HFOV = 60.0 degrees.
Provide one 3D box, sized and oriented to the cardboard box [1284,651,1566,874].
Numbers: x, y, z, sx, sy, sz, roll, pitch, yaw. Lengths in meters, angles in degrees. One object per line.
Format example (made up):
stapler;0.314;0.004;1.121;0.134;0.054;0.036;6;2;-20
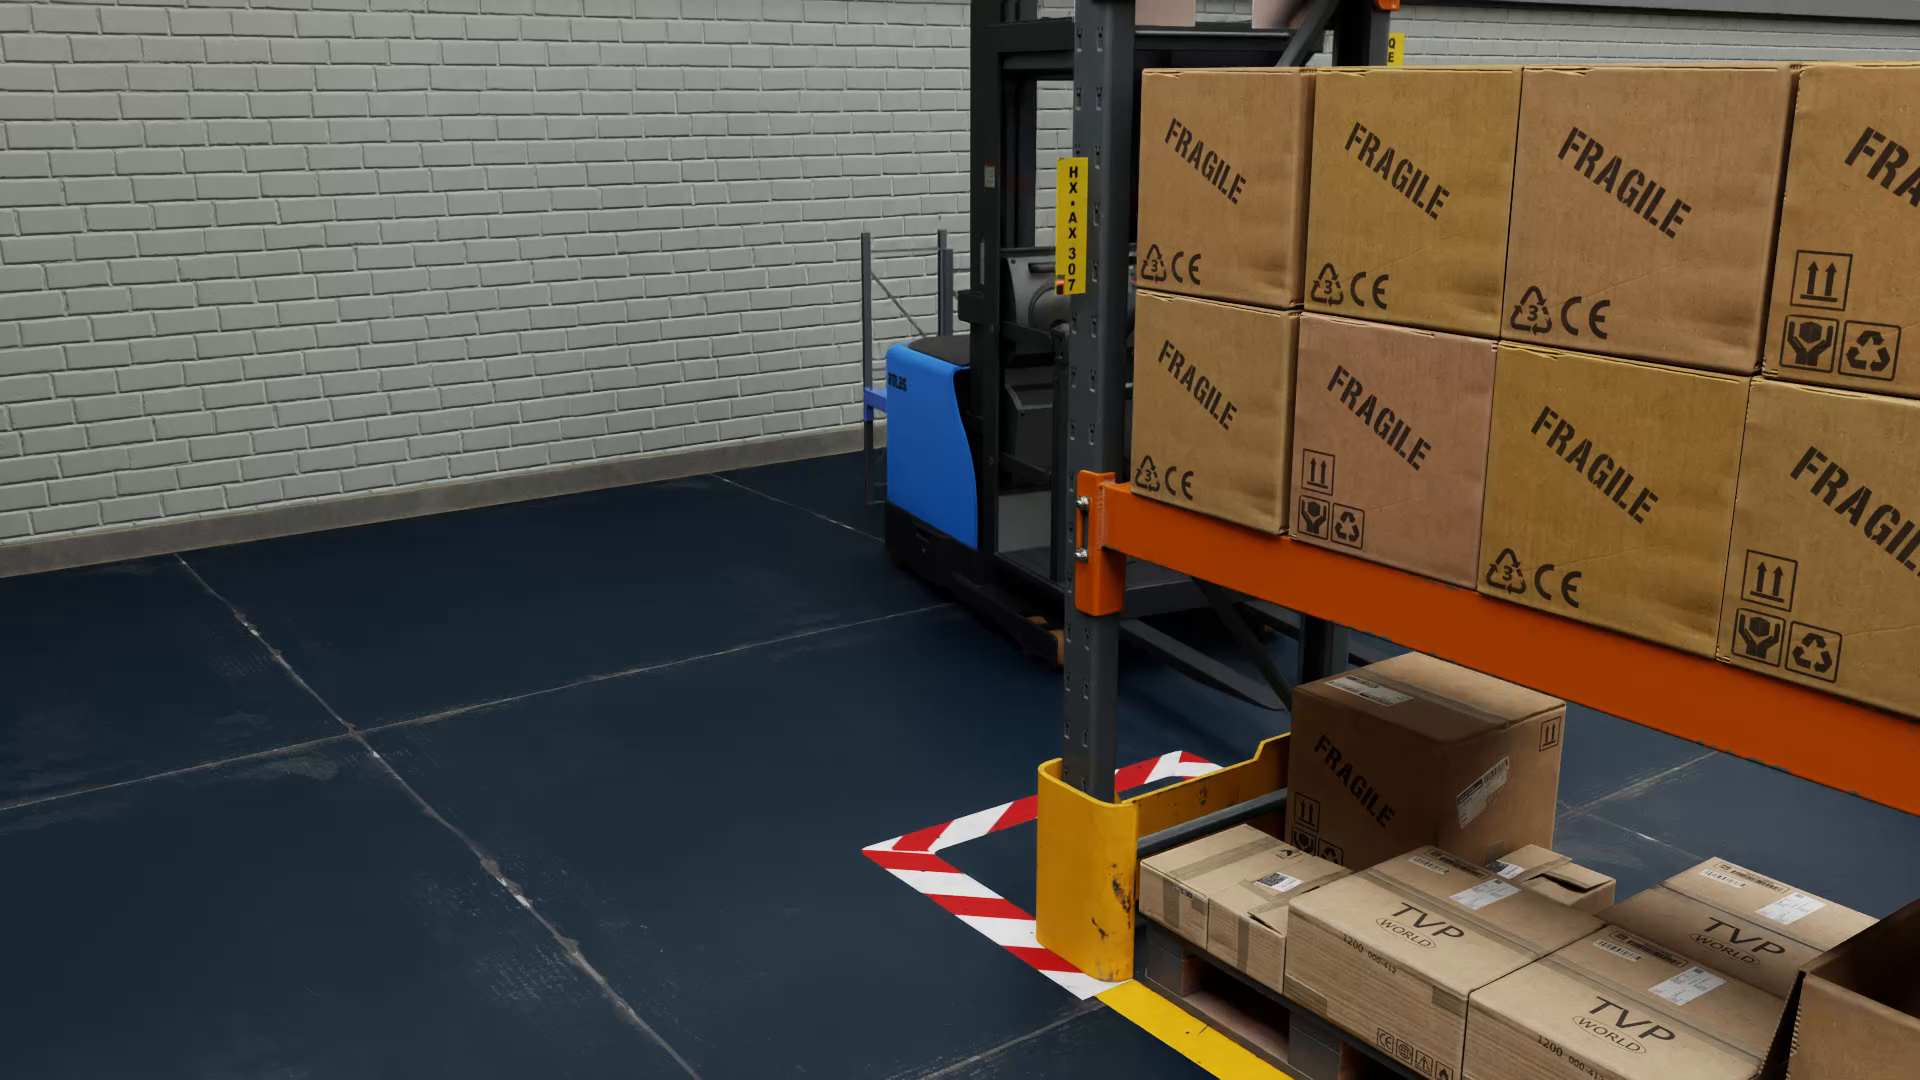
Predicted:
cardboard box;1.231;0.645;4.438;0.500;0.500;0.500;-11;19;-35

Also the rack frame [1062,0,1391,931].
rack frame;0.712;-0.426;4.451;1.000;3.000;0.127;-11;19;-35

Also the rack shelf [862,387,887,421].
rack shelf;-0.077;-0.660;8.828;0.538;0.185;1.000;-7;17;-25

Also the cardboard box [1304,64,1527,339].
cardboard box;1.073;-0.710;3.406;0.500;0.500;0.500;-11;19;-34

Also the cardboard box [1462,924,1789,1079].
cardboard box;1.390;1.062;3.390;0.500;0.250;0.500;-11;19;-35

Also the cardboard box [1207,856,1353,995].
cardboard box;0.827;0.924;4.050;0.380;0.166;0.250;-11;19;-35

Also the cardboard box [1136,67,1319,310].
cardboard box;0.759;-0.821;3.810;0.500;0.500;0.500;-10;18;-33

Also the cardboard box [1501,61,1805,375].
cardboard box;1.363;-0.603;3.013;0.500;0.500;0.500;-11;19;-34

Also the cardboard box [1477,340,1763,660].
cardboard box;1.360;-0.122;3.149;0.500;0.500;0.500;-11;19;-35

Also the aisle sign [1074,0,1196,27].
aisle sign;0.434;-1.649;3.994;0.394;0.787;0.004;-11;19;-35

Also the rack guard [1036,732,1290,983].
rack guard;0.756;0.796;4.721;1.175;0.500;0.348;-11;19;-35

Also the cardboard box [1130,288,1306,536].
cardboard box;0.759;-0.339;3.942;0.500;0.500;0.500;-10;18;-33

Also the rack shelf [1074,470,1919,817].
rack shelf;1.888;0.348;2.985;1.077;0.370;4.000;-11;19;-35

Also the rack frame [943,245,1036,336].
rack frame;0.147;-0.713;8.340;0.500;1.500;0.032;-7;17;-25

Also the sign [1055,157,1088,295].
sign;0.273;-0.759;4.028;0.100;0.325;0.005;-11;19;-35

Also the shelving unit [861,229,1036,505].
shelving unit;-0.077;-0.833;8.780;0.538;1.500;1.048;-7;17;-25

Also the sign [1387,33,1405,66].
sign;1.173;-1.219;4.555;0.100;0.325;0.005;-11;19;-35

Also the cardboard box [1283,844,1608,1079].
cardboard box;1.096;0.955;3.780;0.500;0.250;0.500;-11;19;-35

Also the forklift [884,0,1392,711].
forklift;0.719;-1.022;6.760;1.130;2.935;3.031;-7;17;-24

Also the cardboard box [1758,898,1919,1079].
cardboard box;1.955;1.020;3.064;0.797;0.503;0.637;-11;19;-35

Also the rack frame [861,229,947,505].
rack frame;-0.301;-0.954;9.220;0.500;1.500;0.032;-7;17;-25

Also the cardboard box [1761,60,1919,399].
cardboard box;1.663;-0.494;2.617;0.500;0.500;0.500;-11;19;-35

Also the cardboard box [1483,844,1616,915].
cardboard box;1.396;0.907;4.115;0.380;0.166;0.250;-11;19;-35

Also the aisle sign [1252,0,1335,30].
aisle sign;0.919;-1.742;4.334;0.394;0.787;0.004;-11;19;-35

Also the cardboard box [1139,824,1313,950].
cardboard box;0.680;0.880;4.247;0.380;0.149;0.250;-11;19;-35

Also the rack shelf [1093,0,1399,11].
rack shelf;1.888;-1.099;2.589;1.077;0.370;4.000;-11;19;-35

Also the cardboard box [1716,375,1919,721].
cardboard box;1.652;-0.015;2.758;0.500;0.500;0.500;-11;19;-34

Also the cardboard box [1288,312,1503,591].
cardboard box;1.067;-0.229;3.542;0.500;0.500;0.500;-11;19;-35

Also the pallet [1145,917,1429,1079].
pallet;1.226;1.105;4.138;1.003;0.211;1.213;-11;19;-35

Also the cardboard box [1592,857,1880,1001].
cardboard box;1.765;0.973;3.713;0.500;0.250;0.500;-11;19;-35
